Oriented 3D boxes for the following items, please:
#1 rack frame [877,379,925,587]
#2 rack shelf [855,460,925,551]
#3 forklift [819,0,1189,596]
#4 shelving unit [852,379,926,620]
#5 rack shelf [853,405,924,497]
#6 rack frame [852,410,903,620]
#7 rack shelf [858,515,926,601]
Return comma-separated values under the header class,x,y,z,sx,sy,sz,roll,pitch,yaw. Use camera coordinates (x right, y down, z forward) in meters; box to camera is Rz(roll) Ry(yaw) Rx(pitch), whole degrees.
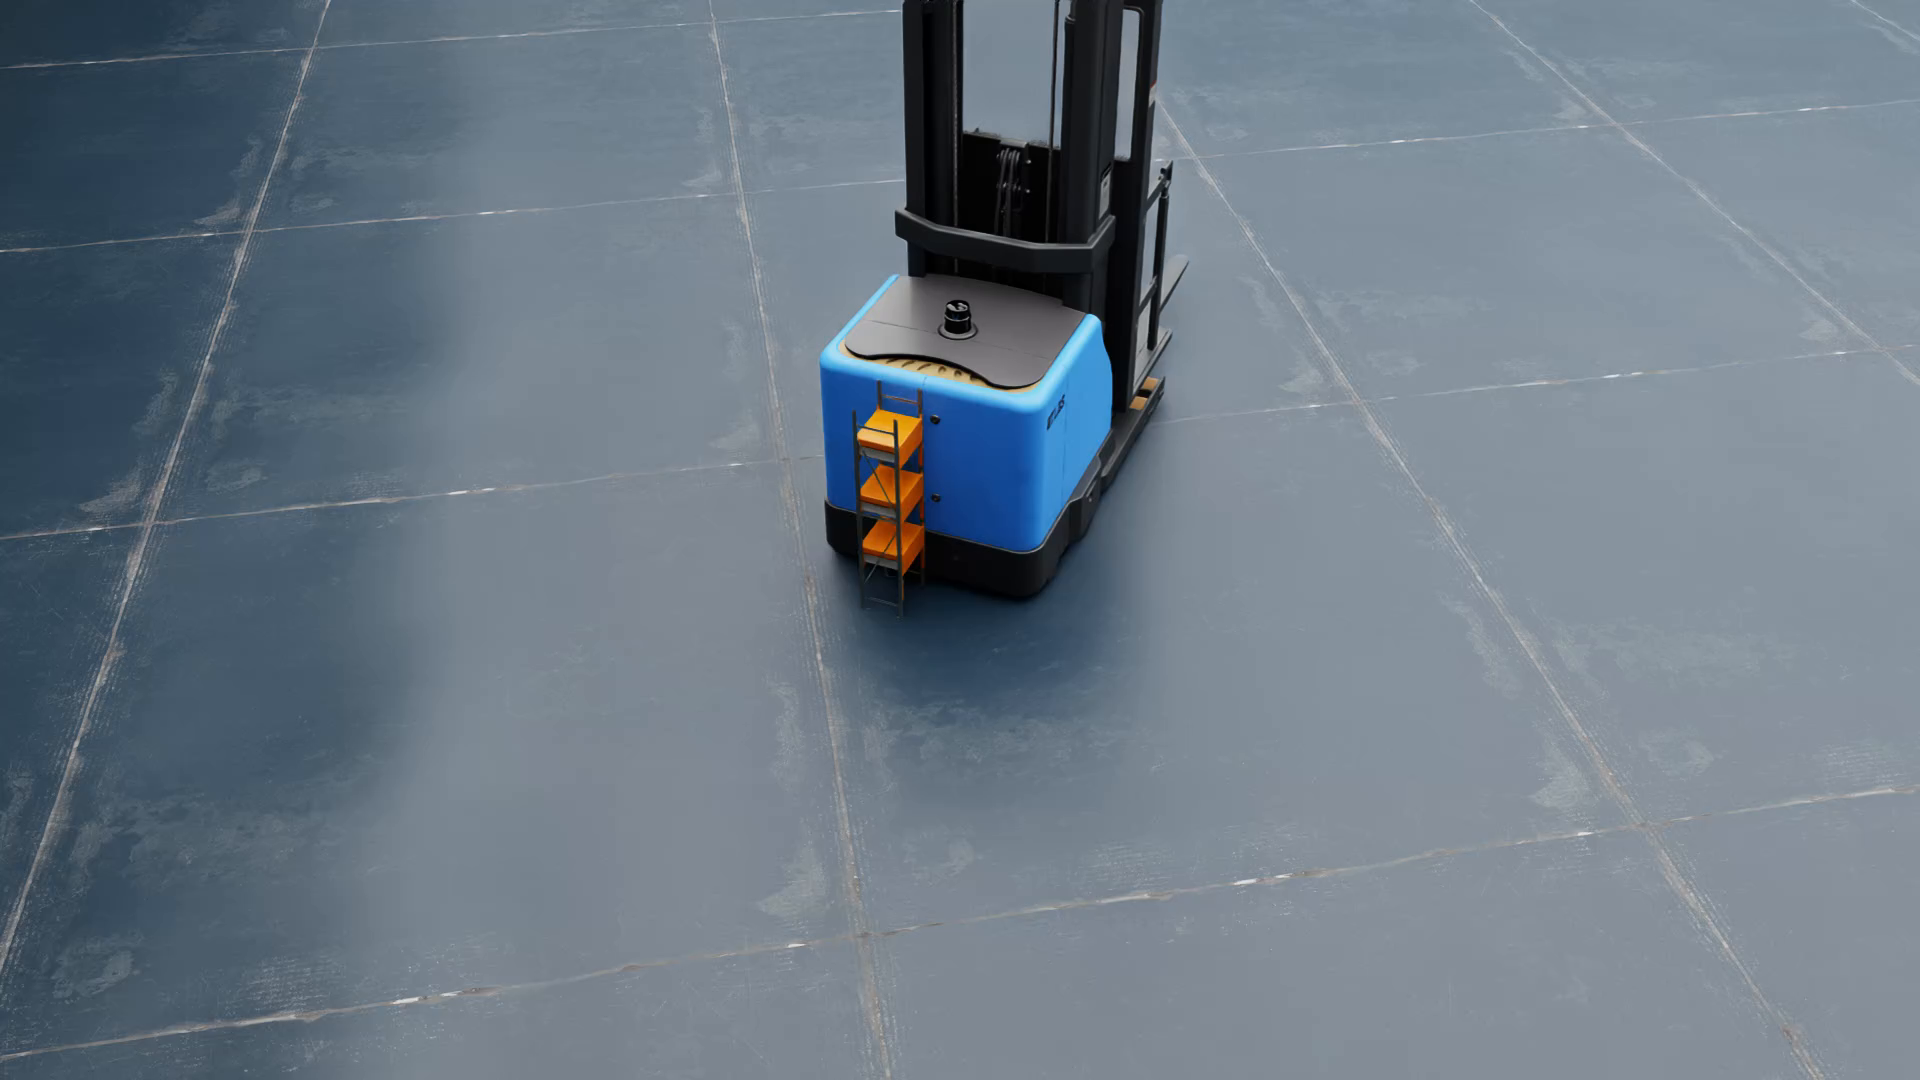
class,x,y,z,sx,sy,sz,roll,pitch,yaw
rack frame,-0.250,-0.226,7.186,0.200,1.050,0.008,14,40,17
rack shelf,-0.296,-0.149,7.103,0.215,0.259,0.240,14,40,17
forklift,0.415,-1.814,7.696,1.130,2.935,3.031,14,40,17
shelving unit,-0.296,-0.157,7.097,0.215,1.050,0.252,14,40,17
rack shelf,-0.296,-0.373,6.929,0.215,0.259,0.240,14,40,17
rack frame,-0.343,-0.088,7.007,0.200,1.050,0.008,14,40,17
rack shelf,-0.296,0.071,7.274,0.215,0.259,0.240,14,40,17
